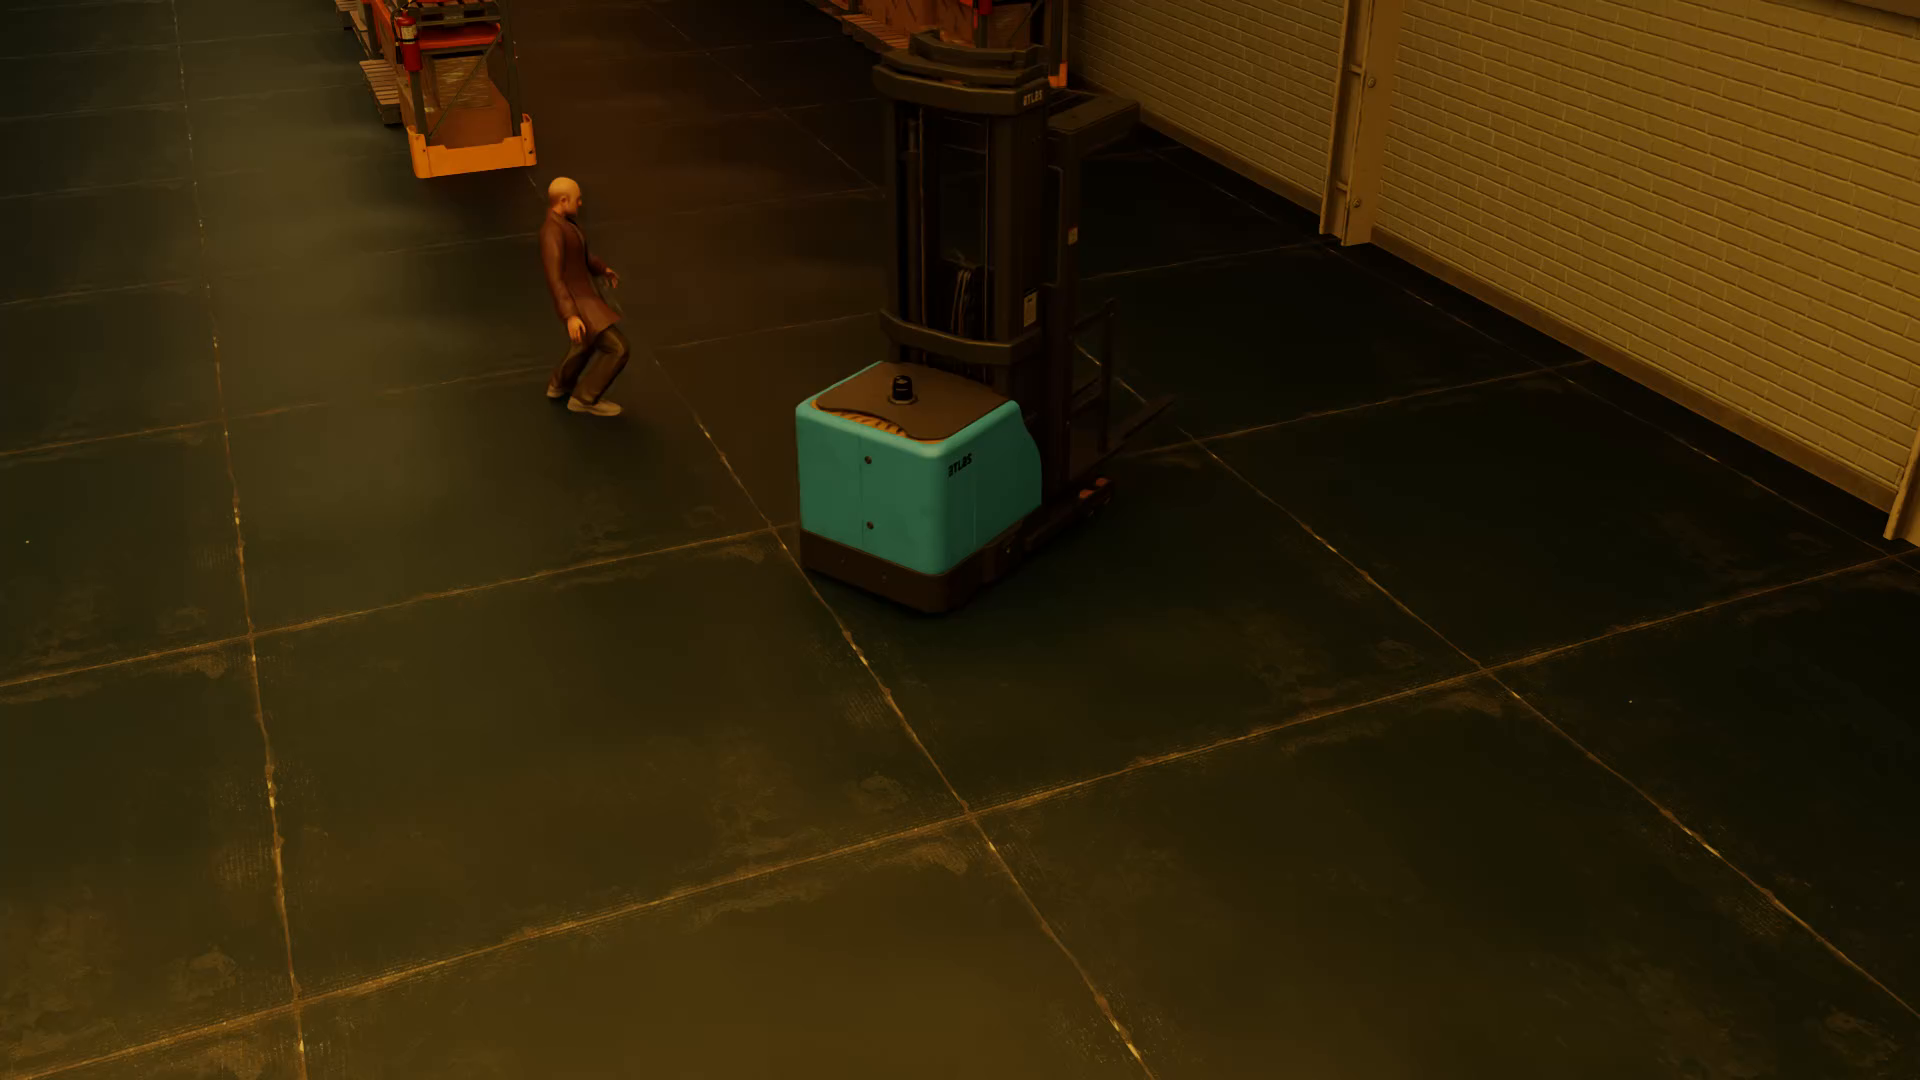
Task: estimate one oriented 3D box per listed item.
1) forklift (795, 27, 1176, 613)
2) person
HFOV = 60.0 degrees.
[{"bbox_3d":[0.327,-1.546,9.823,1.130,2.935,3.031,19,35,30],"label":"forklift"},{"bbox_3d":[-2.592,-1.648,11.322,0.666,1.656,0.987,-3,30,-5],"label":"person"}]
